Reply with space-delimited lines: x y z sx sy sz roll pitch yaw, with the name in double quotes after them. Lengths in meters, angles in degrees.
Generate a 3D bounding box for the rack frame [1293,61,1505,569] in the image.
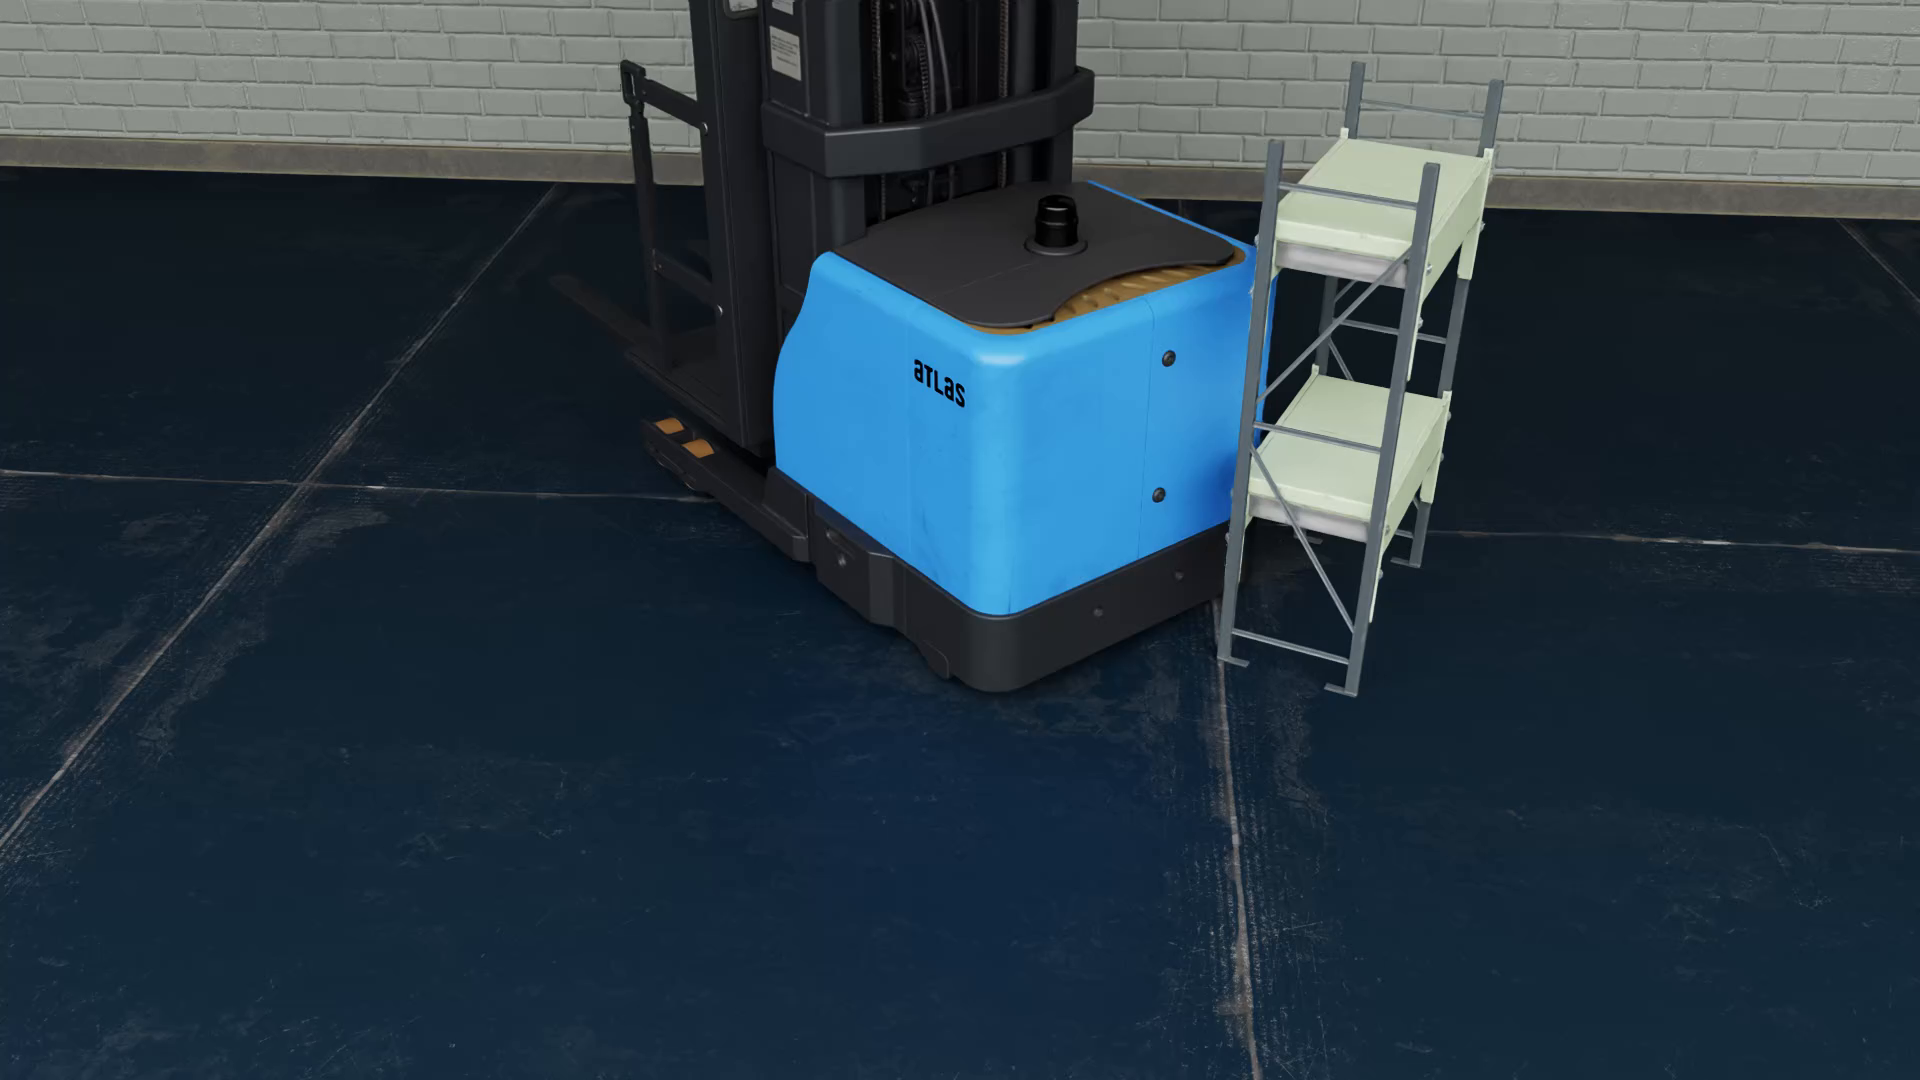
1.237 -0.601 4.796 0.400 1.500 0.023 15 35 22 "rack frame"

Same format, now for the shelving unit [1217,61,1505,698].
1.073 -0.430 4.518 0.431 1.500 0.755 15 35 22 "shelving unit"

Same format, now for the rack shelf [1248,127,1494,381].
1.073 -0.762 4.313 0.431 0.370 0.720 15 35 22 "rack shelf"

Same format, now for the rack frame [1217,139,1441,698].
0.909 -0.258 4.239 0.400 1.500 0.023 15 35 22 "rack frame"

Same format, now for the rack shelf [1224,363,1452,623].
1.073 -0.152 4.689 0.431 0.370 0.720 15 35 22 "rack shelf"

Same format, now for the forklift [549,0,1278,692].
-0.422 -1.554 4.978 1.130 2.935 3.031 -22 38 -31 "forklift"
